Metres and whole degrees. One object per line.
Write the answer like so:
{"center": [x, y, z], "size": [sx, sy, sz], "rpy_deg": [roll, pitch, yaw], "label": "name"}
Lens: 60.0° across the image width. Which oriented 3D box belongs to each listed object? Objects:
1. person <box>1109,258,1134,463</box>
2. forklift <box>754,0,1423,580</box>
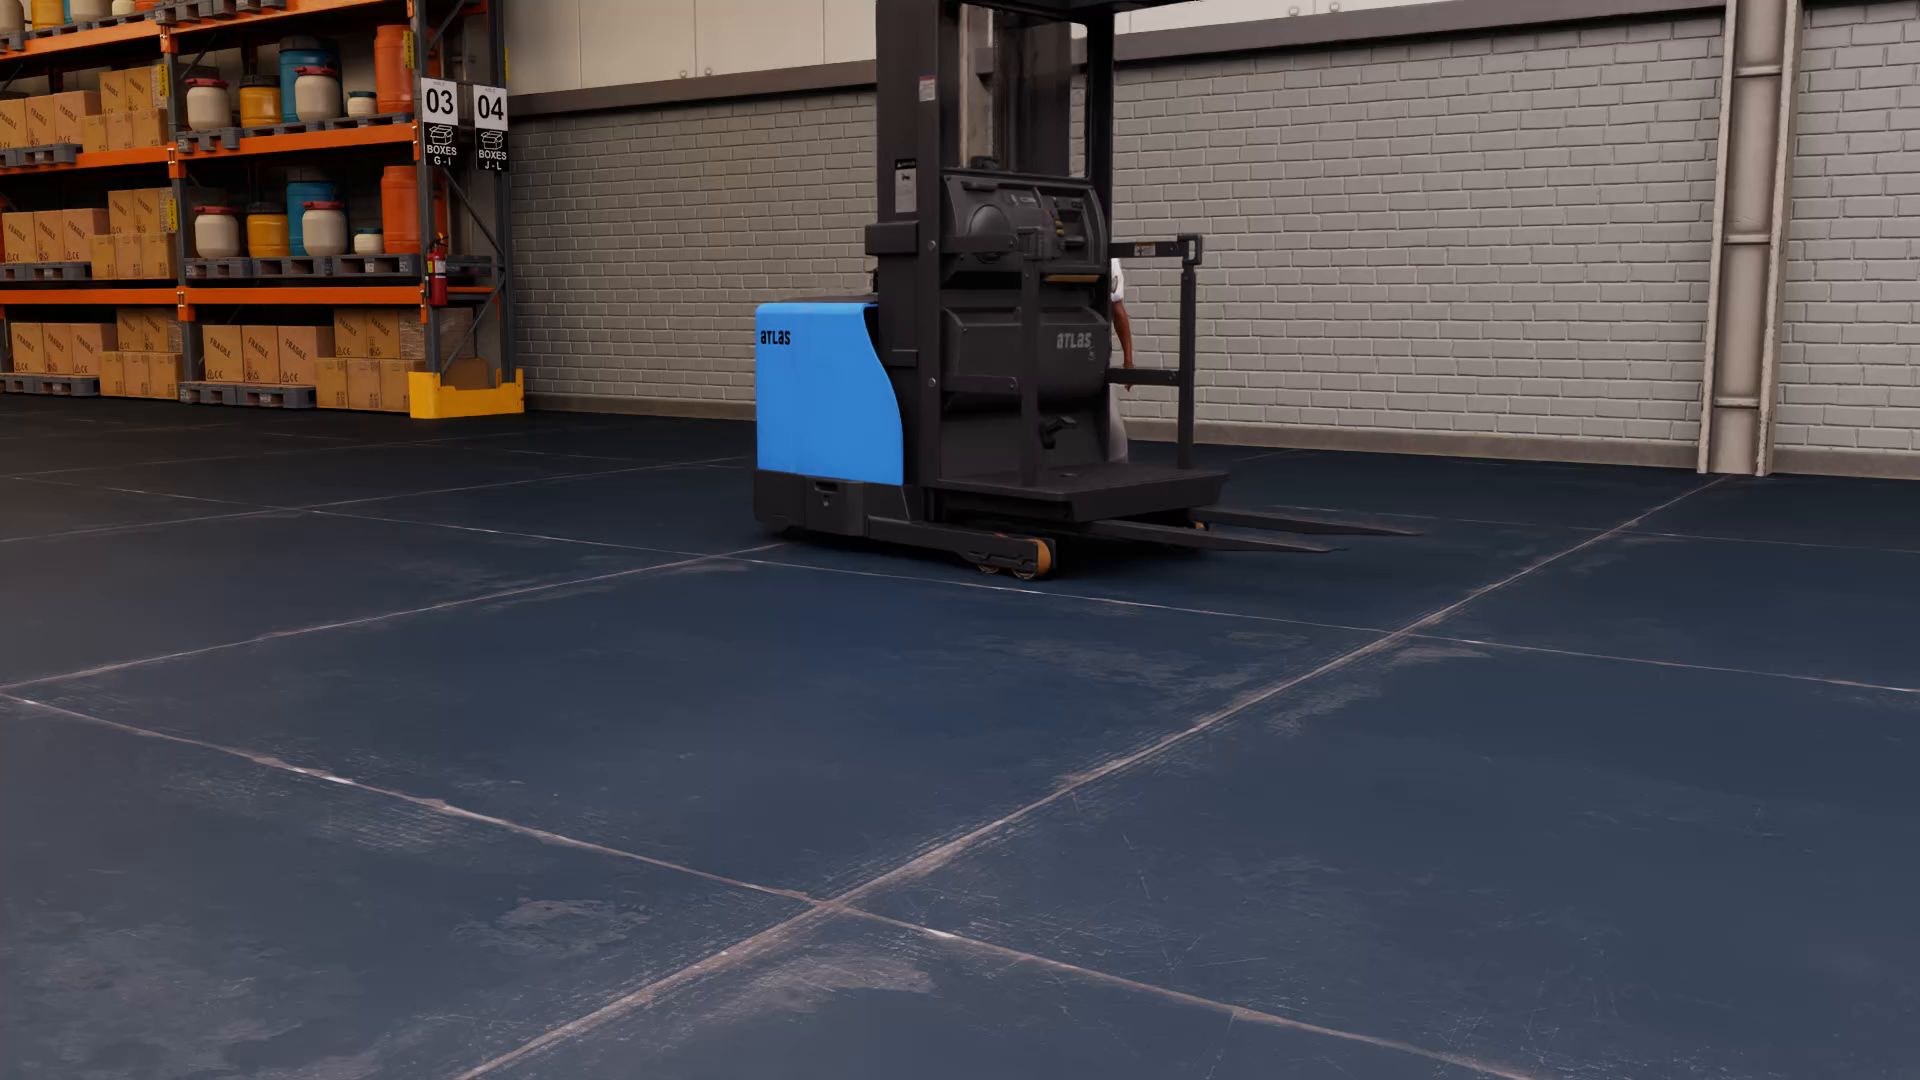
{"center": [0.564, -0.887, 8.176], "size": [0.807, 1.631, 0.432], "rpy_deg": [2, 8, 15], "label": "person"}
{"center": [0.435, -1.377, 6.874], "size": [1.130, 2.935, 3.031], "rpy_deg": [-8, 11, -44], "label": "forklift"}
